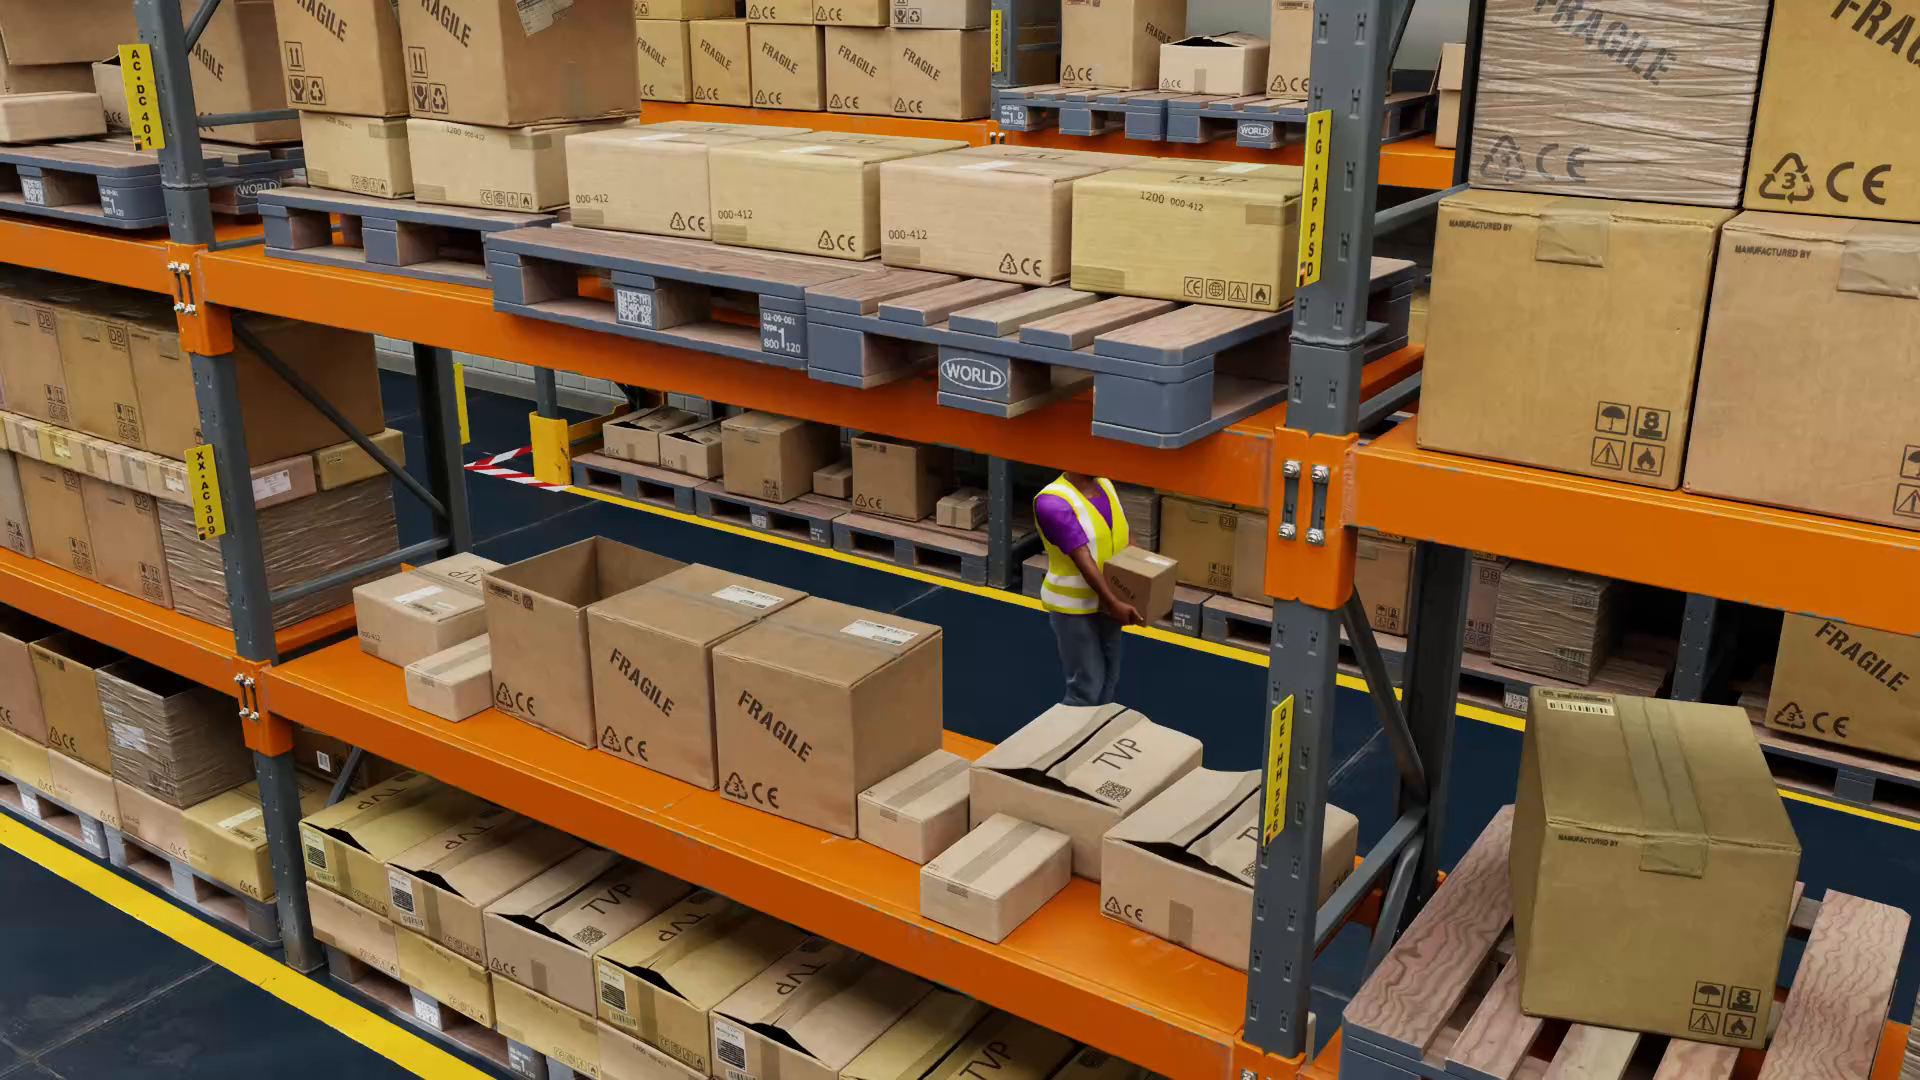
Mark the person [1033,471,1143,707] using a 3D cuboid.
[{"bbox_3d":[0.659,0.314,7.668,0.577,1.761,0.502,13,23,32],"label":"person"}]
